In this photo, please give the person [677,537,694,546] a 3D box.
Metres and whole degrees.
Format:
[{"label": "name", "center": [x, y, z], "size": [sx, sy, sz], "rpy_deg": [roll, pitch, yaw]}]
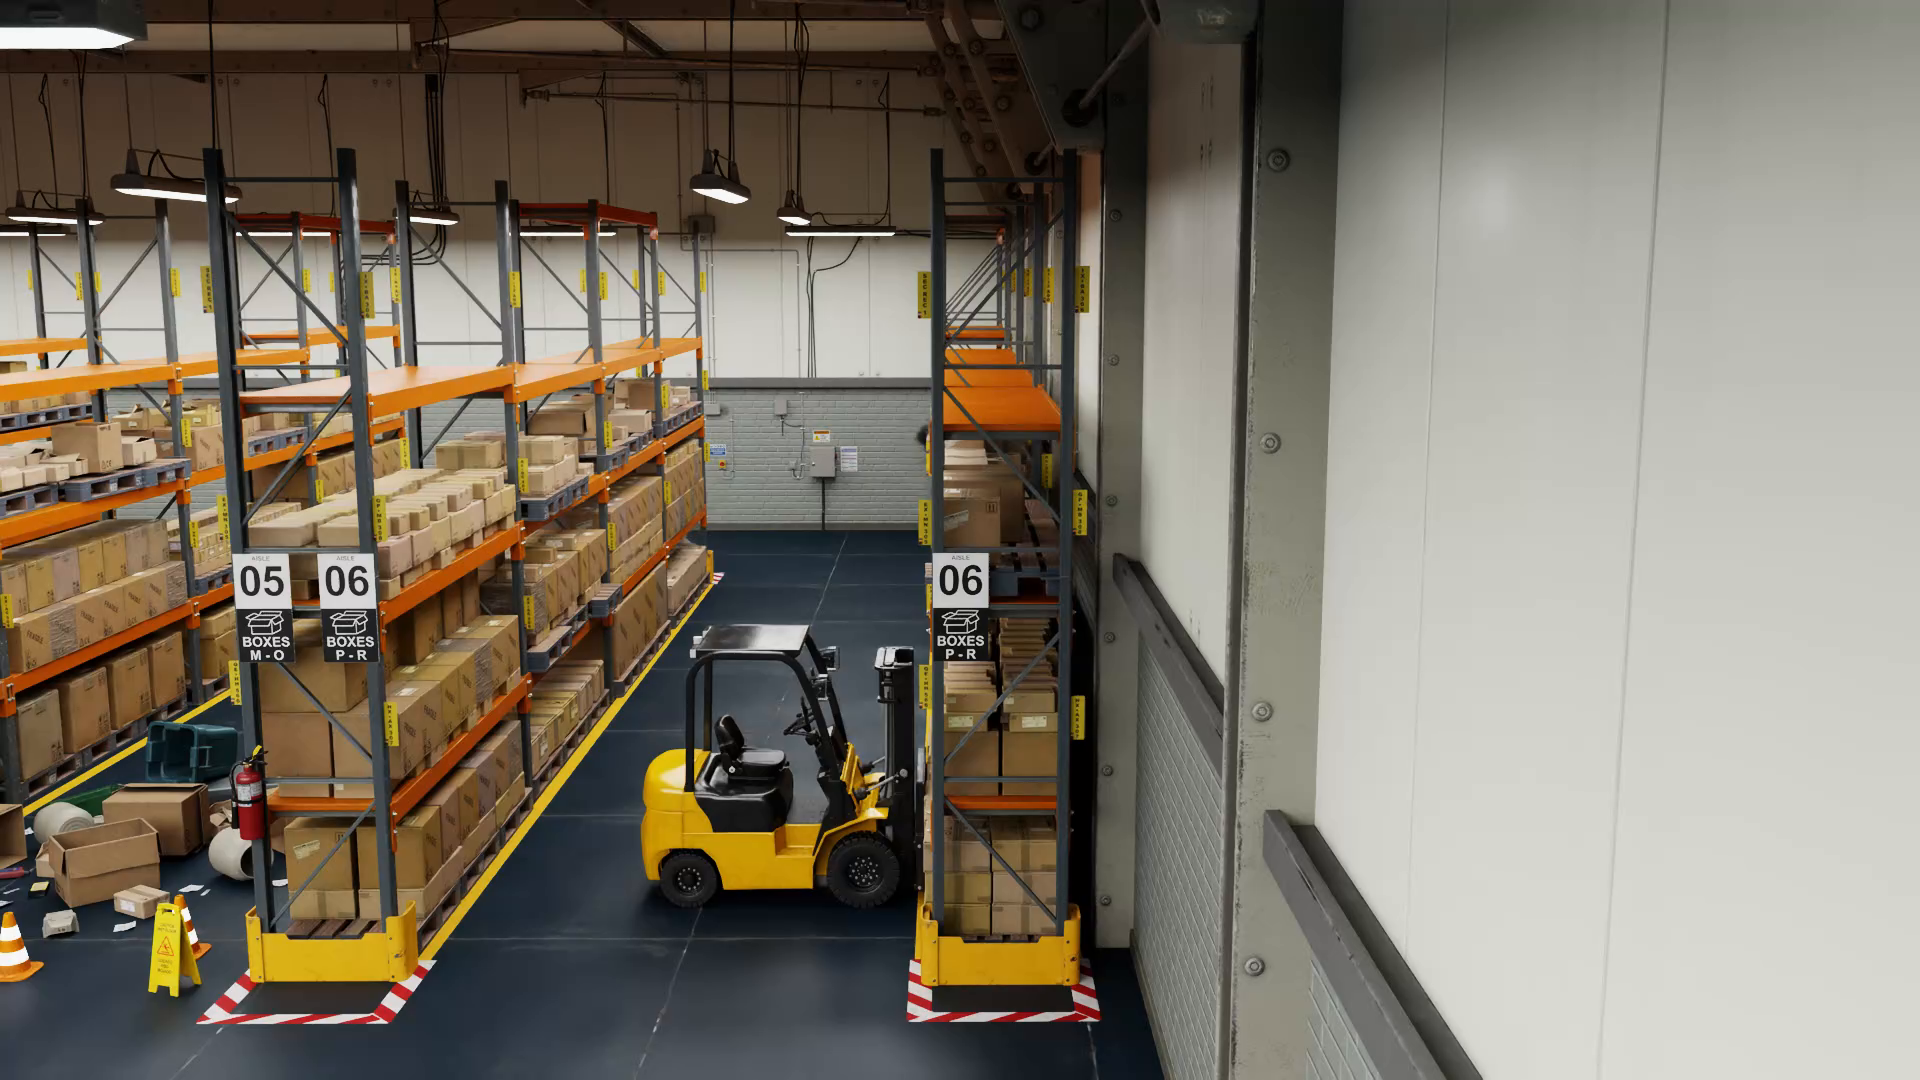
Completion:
[{"label": "person", "center": [-5.113, -0.356, 29.262], "size": [0.894, 1.690, 0.732], "rpy_deg": [3, 10, 18]}]
